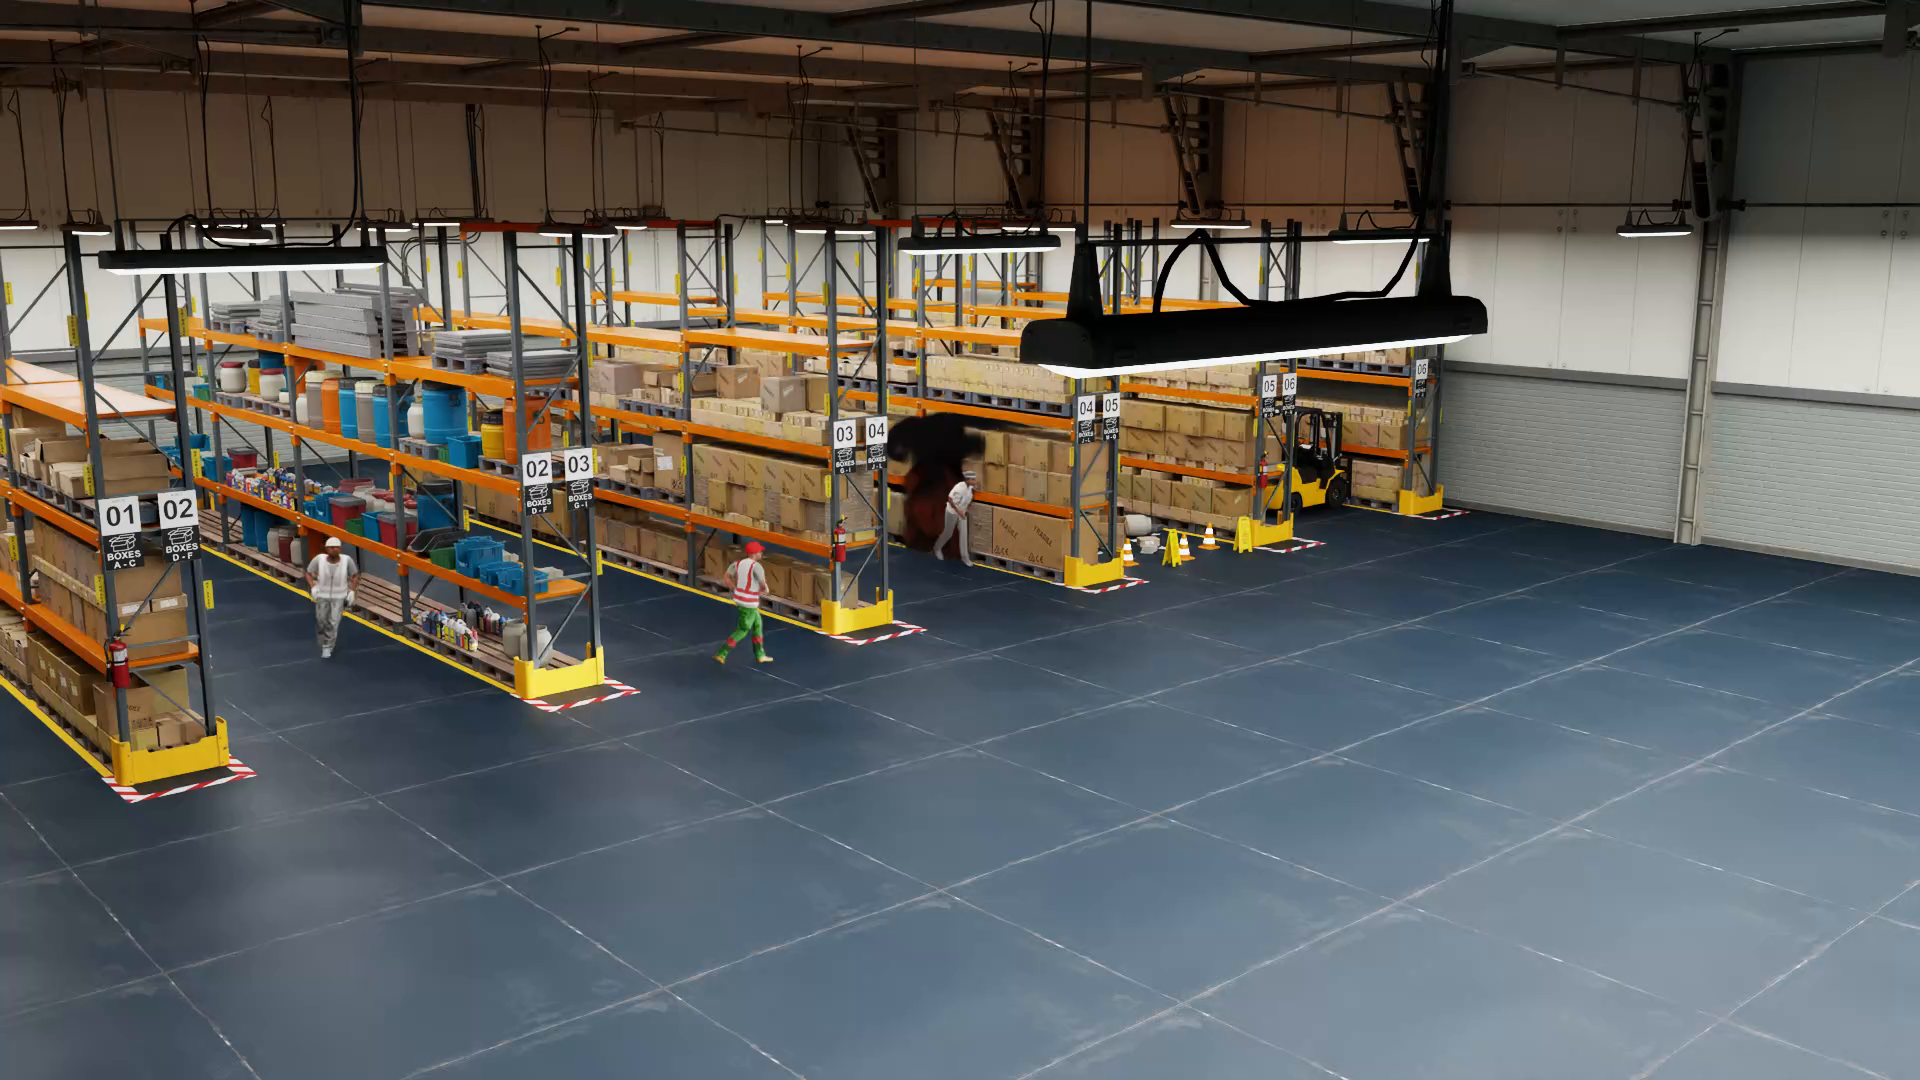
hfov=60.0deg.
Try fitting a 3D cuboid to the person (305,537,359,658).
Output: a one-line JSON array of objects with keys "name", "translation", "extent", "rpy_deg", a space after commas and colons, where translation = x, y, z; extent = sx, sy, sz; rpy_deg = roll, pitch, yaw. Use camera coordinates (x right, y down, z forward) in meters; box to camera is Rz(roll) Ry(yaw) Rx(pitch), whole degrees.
[{"name": "person", "translation": [-8.920, 0.783, 23.679], "extent": [0.706, 1.730, 0.630], "rpy_deg": [-4, 12, -19]}]

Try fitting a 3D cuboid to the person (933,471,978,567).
[{"name": "person", "translation": [-0.083, -0.411, 28.562], "extent": [0.914, 1.634, 0.598], "rpy_deg": [8, 14, 36]}]

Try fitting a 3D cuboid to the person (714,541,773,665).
[{"name": "person", "translation": [-2.975, 0.900, 22.896], "extent": [0.895, 1.745, 0.634], "rpy_deg": [-9, 14, -37]}]
